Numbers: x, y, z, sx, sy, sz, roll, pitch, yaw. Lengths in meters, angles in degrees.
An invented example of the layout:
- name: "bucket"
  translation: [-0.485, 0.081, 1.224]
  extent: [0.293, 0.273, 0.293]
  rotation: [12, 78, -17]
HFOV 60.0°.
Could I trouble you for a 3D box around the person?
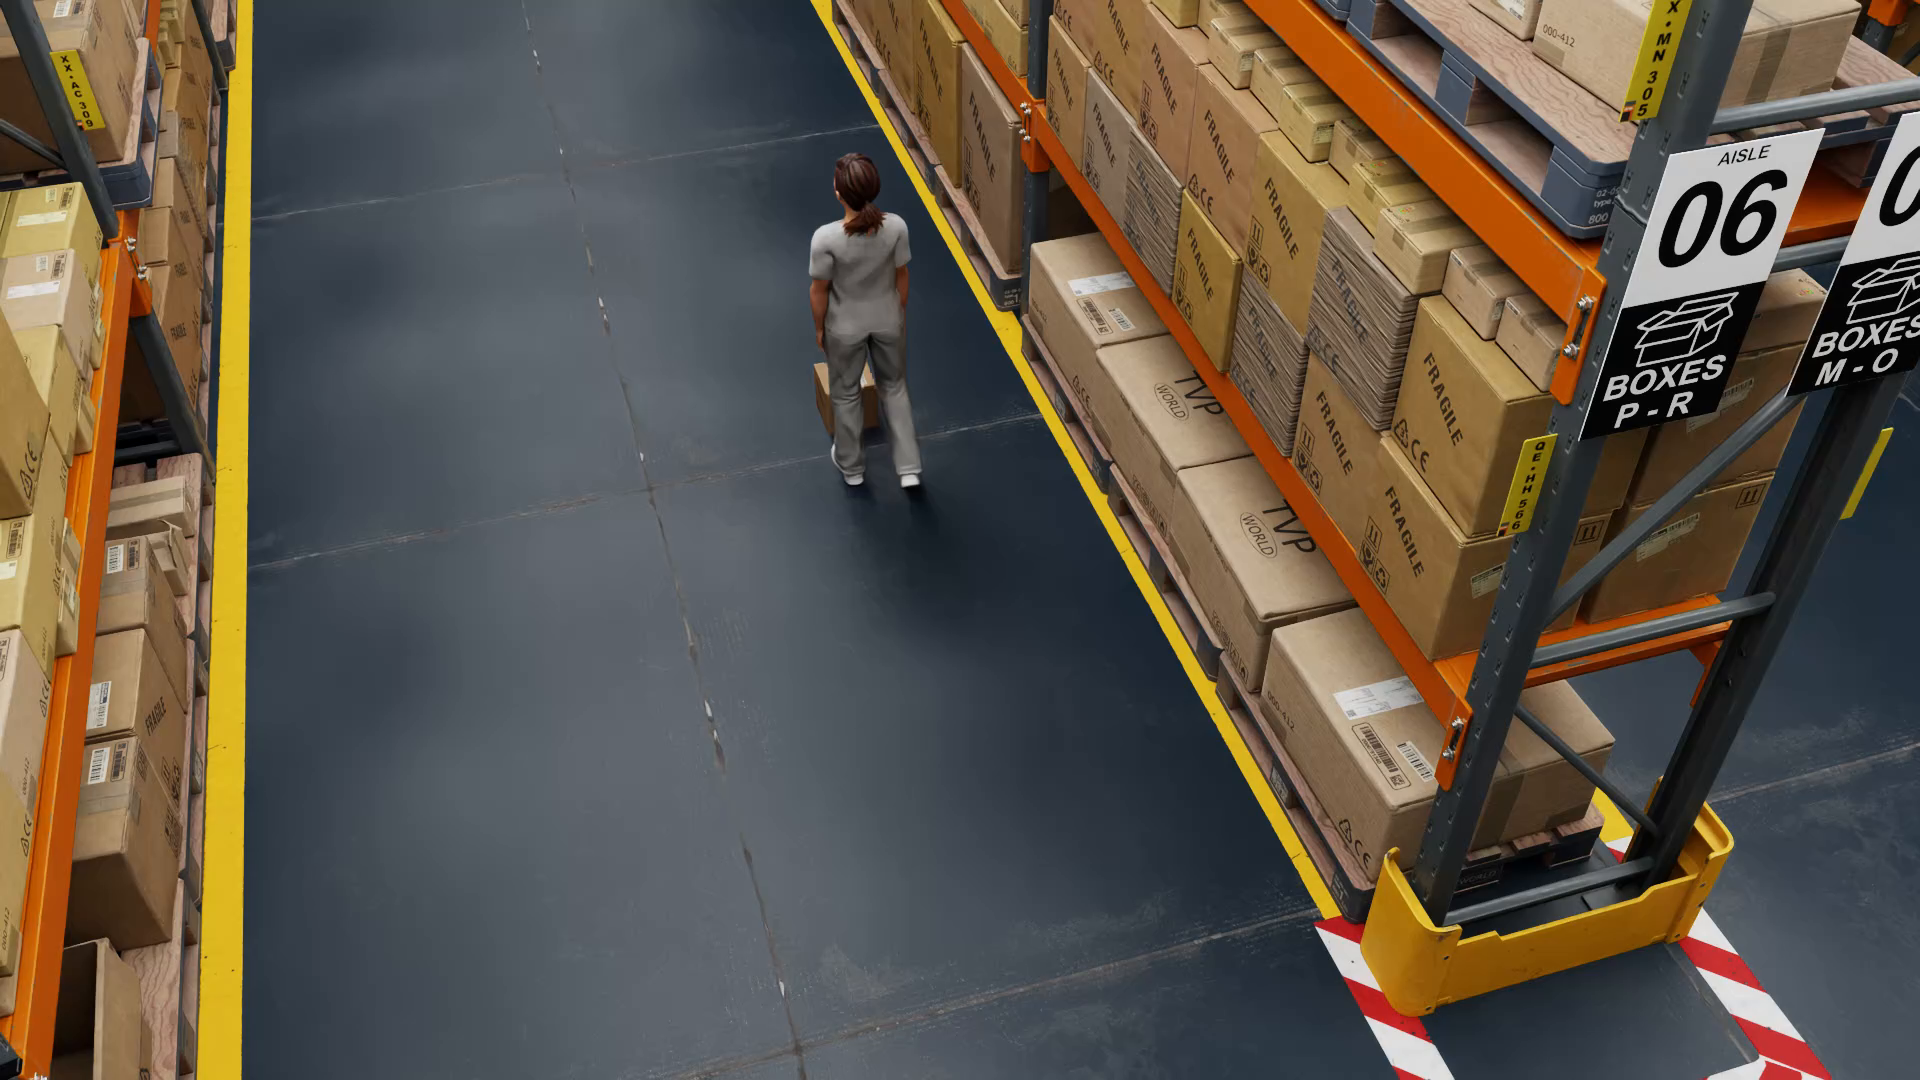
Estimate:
- name: "person"
  translation: [-0.421, -0.893, 7.194]
  extent: [0.446, 1.747, 0.478]
  rotation: [-11, 44, -12]
